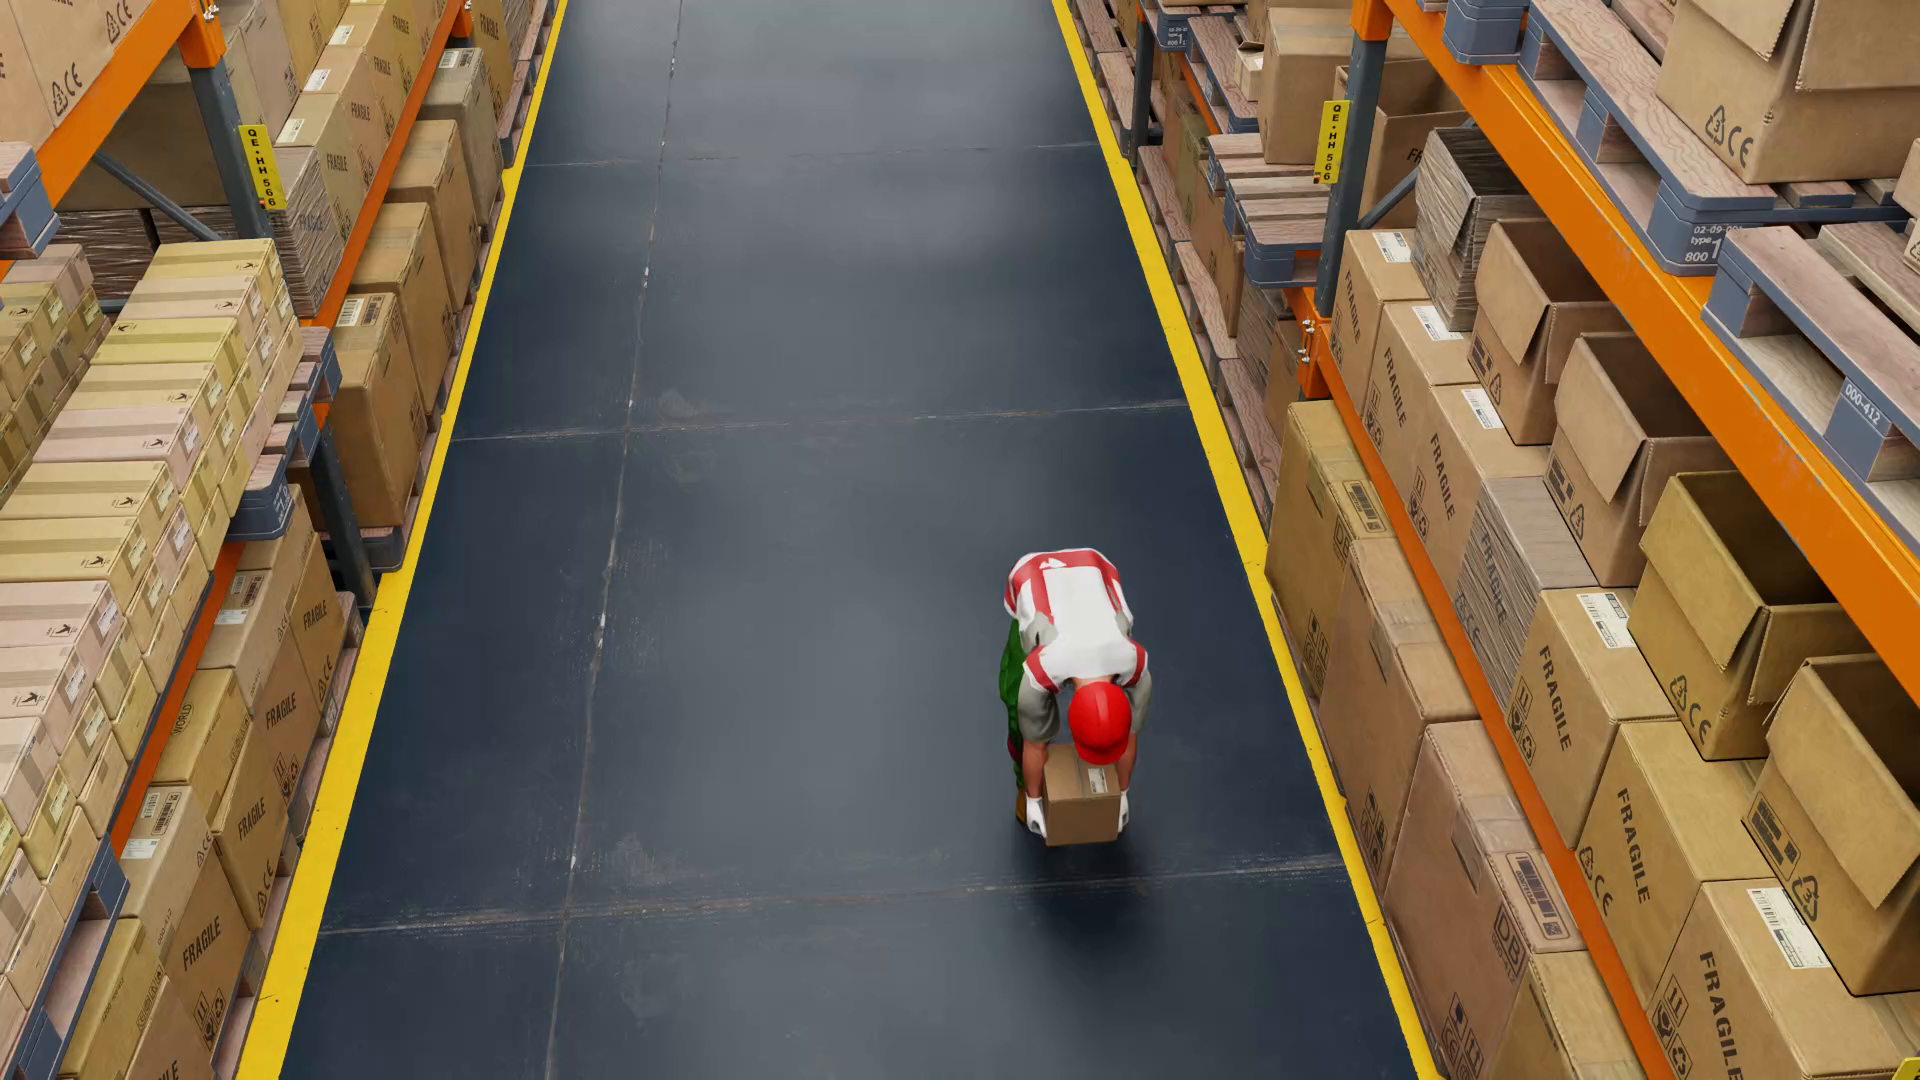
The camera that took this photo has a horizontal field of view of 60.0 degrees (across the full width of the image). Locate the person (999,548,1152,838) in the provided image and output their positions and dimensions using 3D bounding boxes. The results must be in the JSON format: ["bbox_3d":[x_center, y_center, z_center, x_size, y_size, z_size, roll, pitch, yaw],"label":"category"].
[{"bbox_3d":[0.407,0.660,5.854,0.498,1.106,0.965,-4,39,-6],"label":"person"}]
